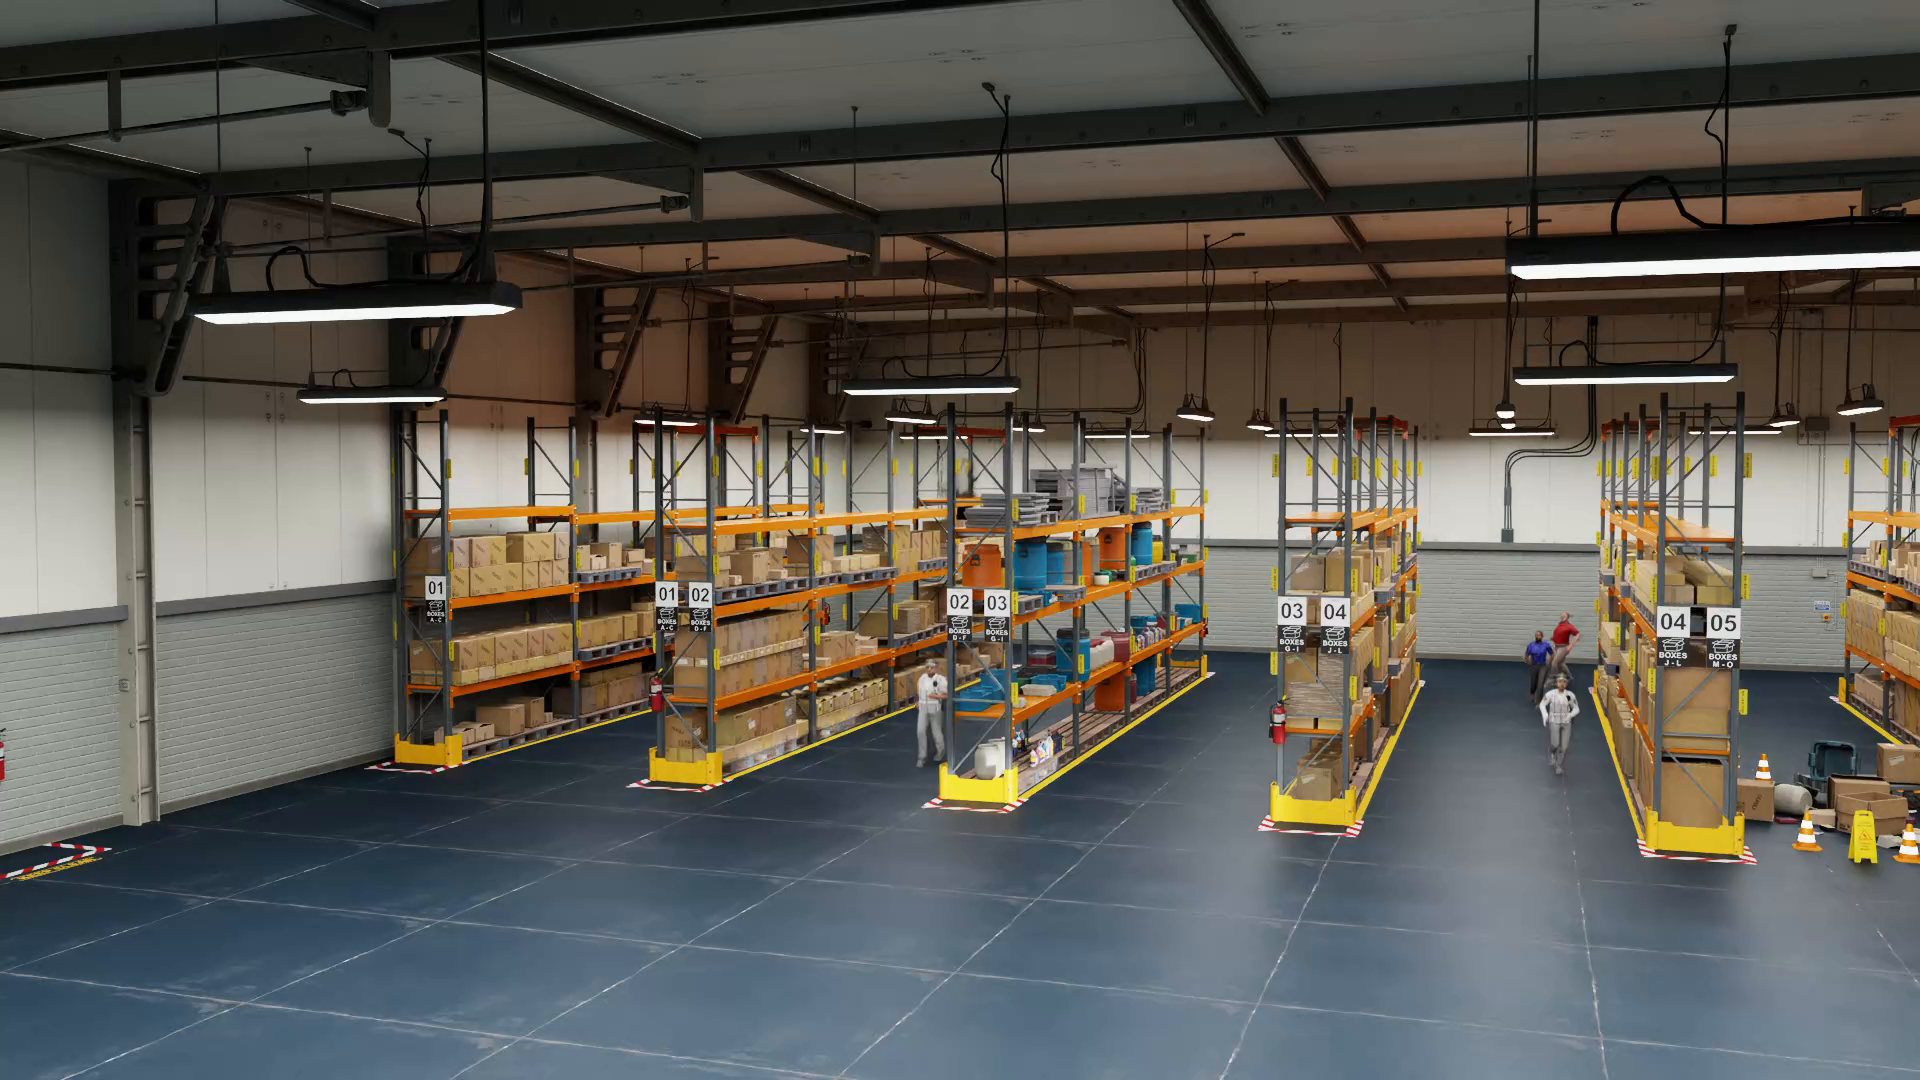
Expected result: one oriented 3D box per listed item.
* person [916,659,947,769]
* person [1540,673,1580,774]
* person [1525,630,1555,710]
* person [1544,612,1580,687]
[{"bbox_3d":[-0.467,2.913,28.112,0.648,1.844,0.851,1,3,17],"label":"person"},{"bbox_3d":[9.828,3.007,27.226,0.608,1.656,0.540,1,3,13],"label":"person"},{"bbox_3d":[12.137,2.749,34.821,0.586,1.569,0.756,1,3,23],"label":"person"},{"bbox_3d":[13.786,2.512,38.118,0.866,1.723,0.712,0,2,-12],"label":"person"}]
